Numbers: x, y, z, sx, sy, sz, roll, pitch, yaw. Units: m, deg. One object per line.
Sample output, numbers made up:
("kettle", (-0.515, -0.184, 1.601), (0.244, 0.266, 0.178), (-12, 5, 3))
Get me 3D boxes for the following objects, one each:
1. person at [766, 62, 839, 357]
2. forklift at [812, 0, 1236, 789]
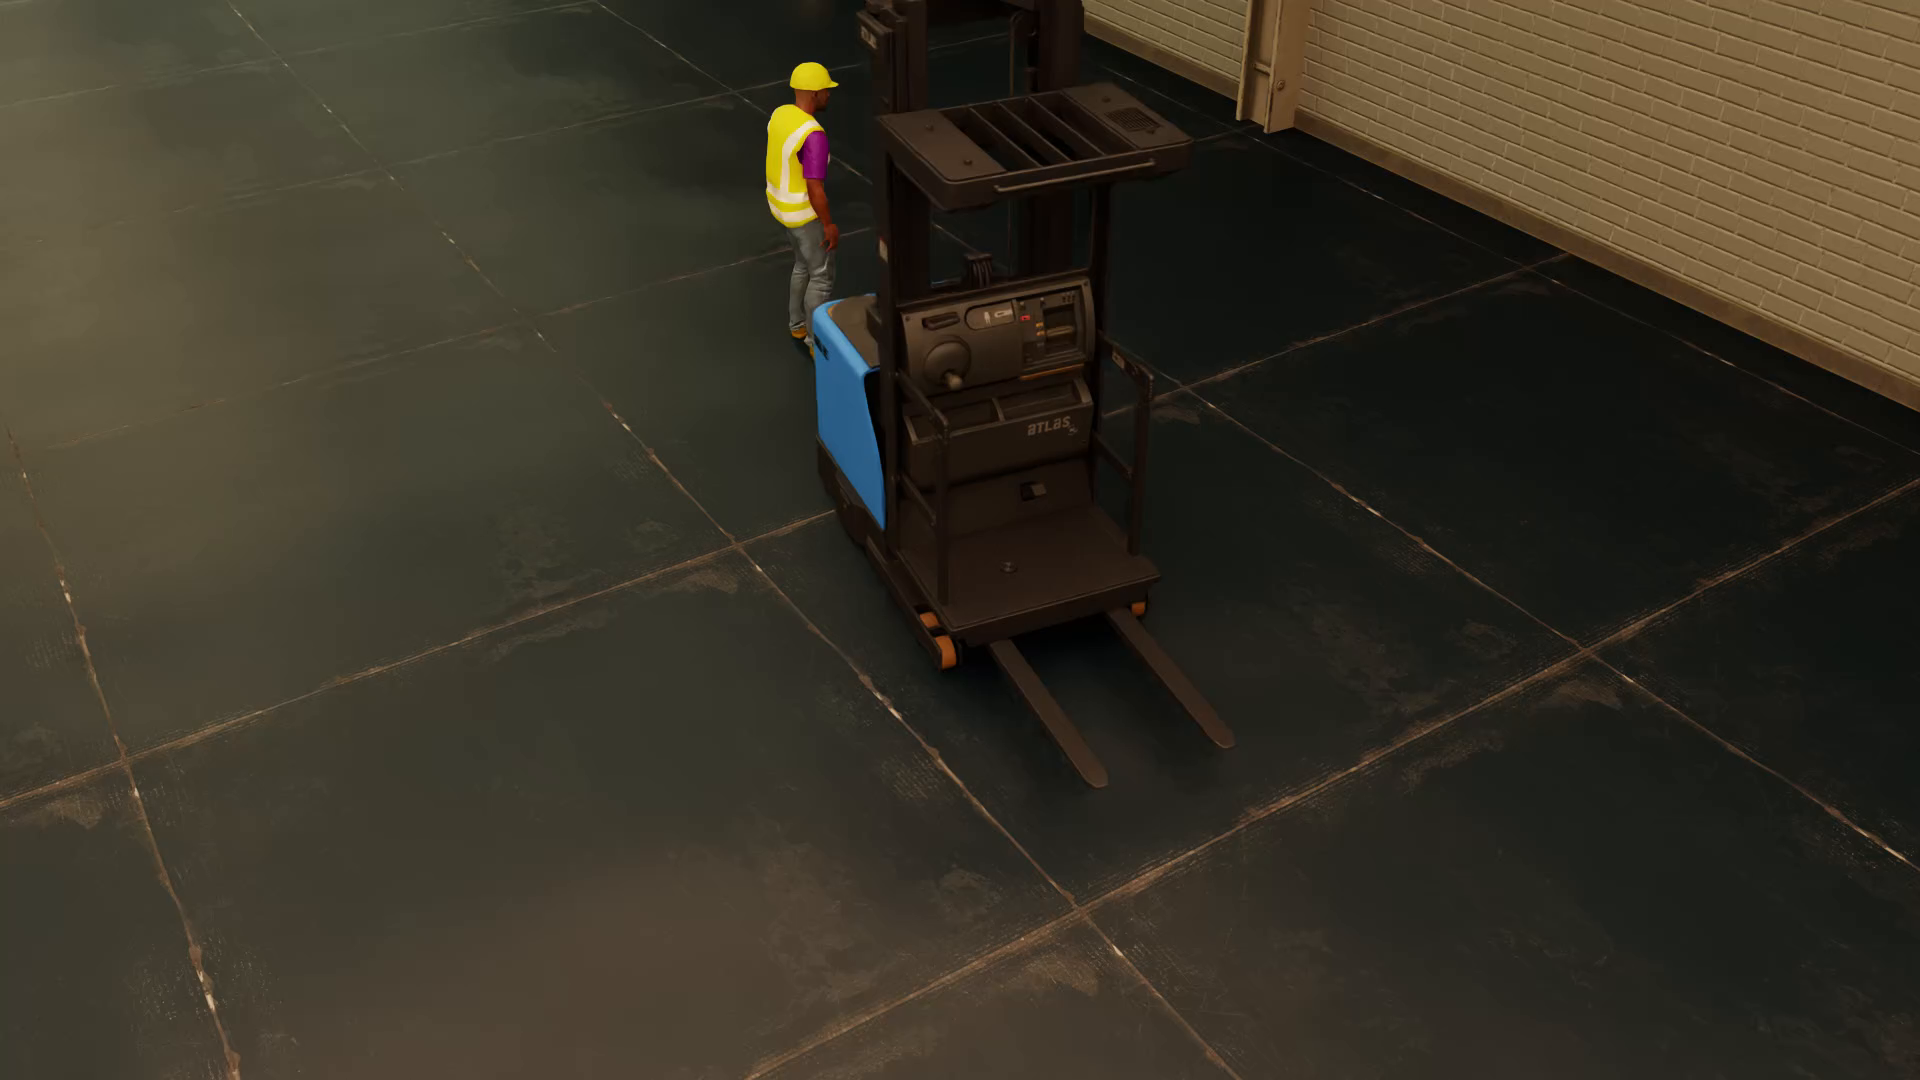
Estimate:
("person", (-0.907, -1.986, 9.997), (0.460, 1.759, 0.630), (-16, 38, -22))
("forklift", (0.269, -0.869, 7.384), (1.130, 2.935, 3.031), (-14, 37, -19))
